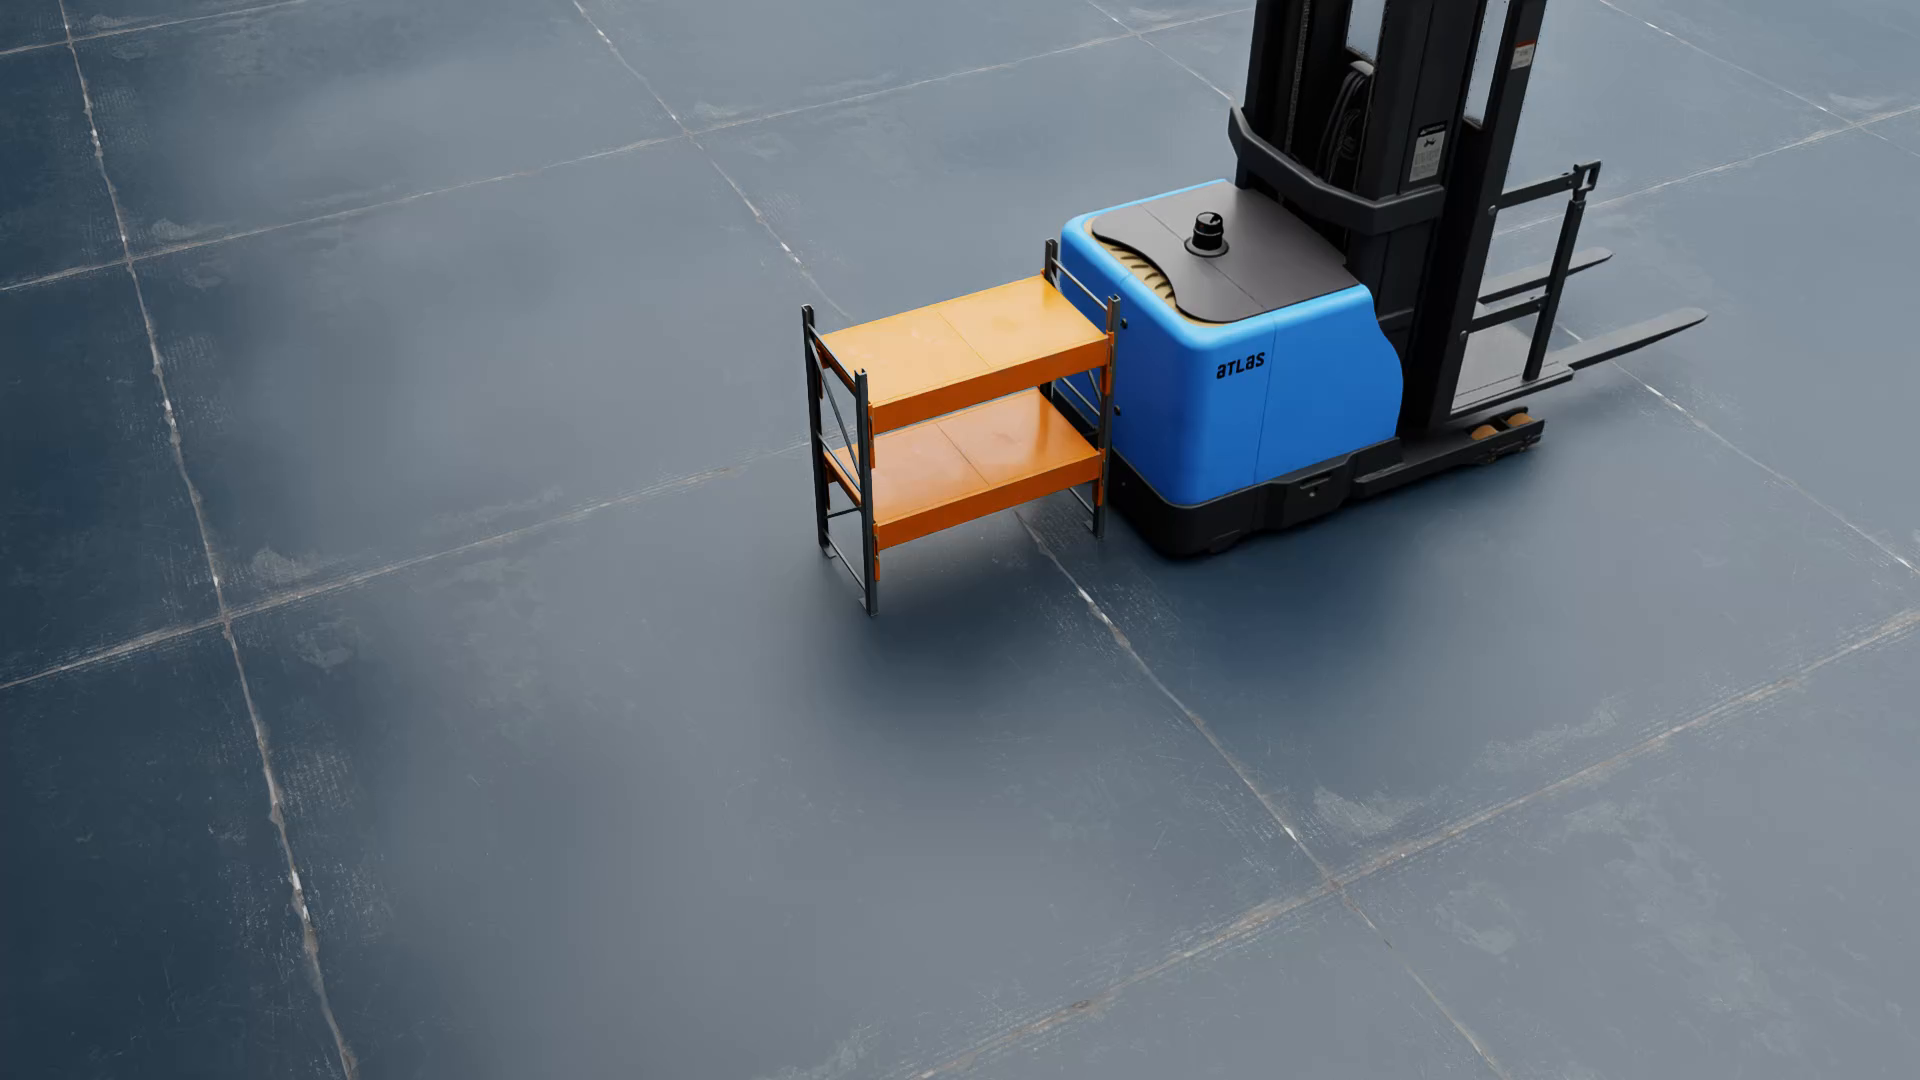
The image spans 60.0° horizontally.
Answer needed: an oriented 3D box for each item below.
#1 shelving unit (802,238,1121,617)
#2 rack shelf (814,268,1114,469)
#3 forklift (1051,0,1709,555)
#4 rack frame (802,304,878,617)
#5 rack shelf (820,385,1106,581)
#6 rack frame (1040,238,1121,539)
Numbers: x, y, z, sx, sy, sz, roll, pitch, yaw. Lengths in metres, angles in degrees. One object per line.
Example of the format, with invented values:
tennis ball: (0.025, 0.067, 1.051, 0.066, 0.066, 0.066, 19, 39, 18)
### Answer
shelving unit: (0.006, -0.431, 6.389, 1.048, 1.125, 0.538, -19, 44, -21)
rack shelf: (0.006, -0.655, 6.200, 1.000, 0.278, 0.538, -19, 44, -21)
forklift: (1.938, -1.728, 6.523, 3.031, 2.935, 1.130, -18, 44, -20)
rack frame: (-0.445, -0.280, 6.210, 0.032, 1.125, 0.500, -19, 44, -21)
rack shelf: (0.006, -0.245, 6.547, 1.000, 0.278, 0.538, -19, 44, -21)
rack frame: (0.457, -0.583, 6.568, 0.032, 1.125, 0.500, -19, 44, -21)
